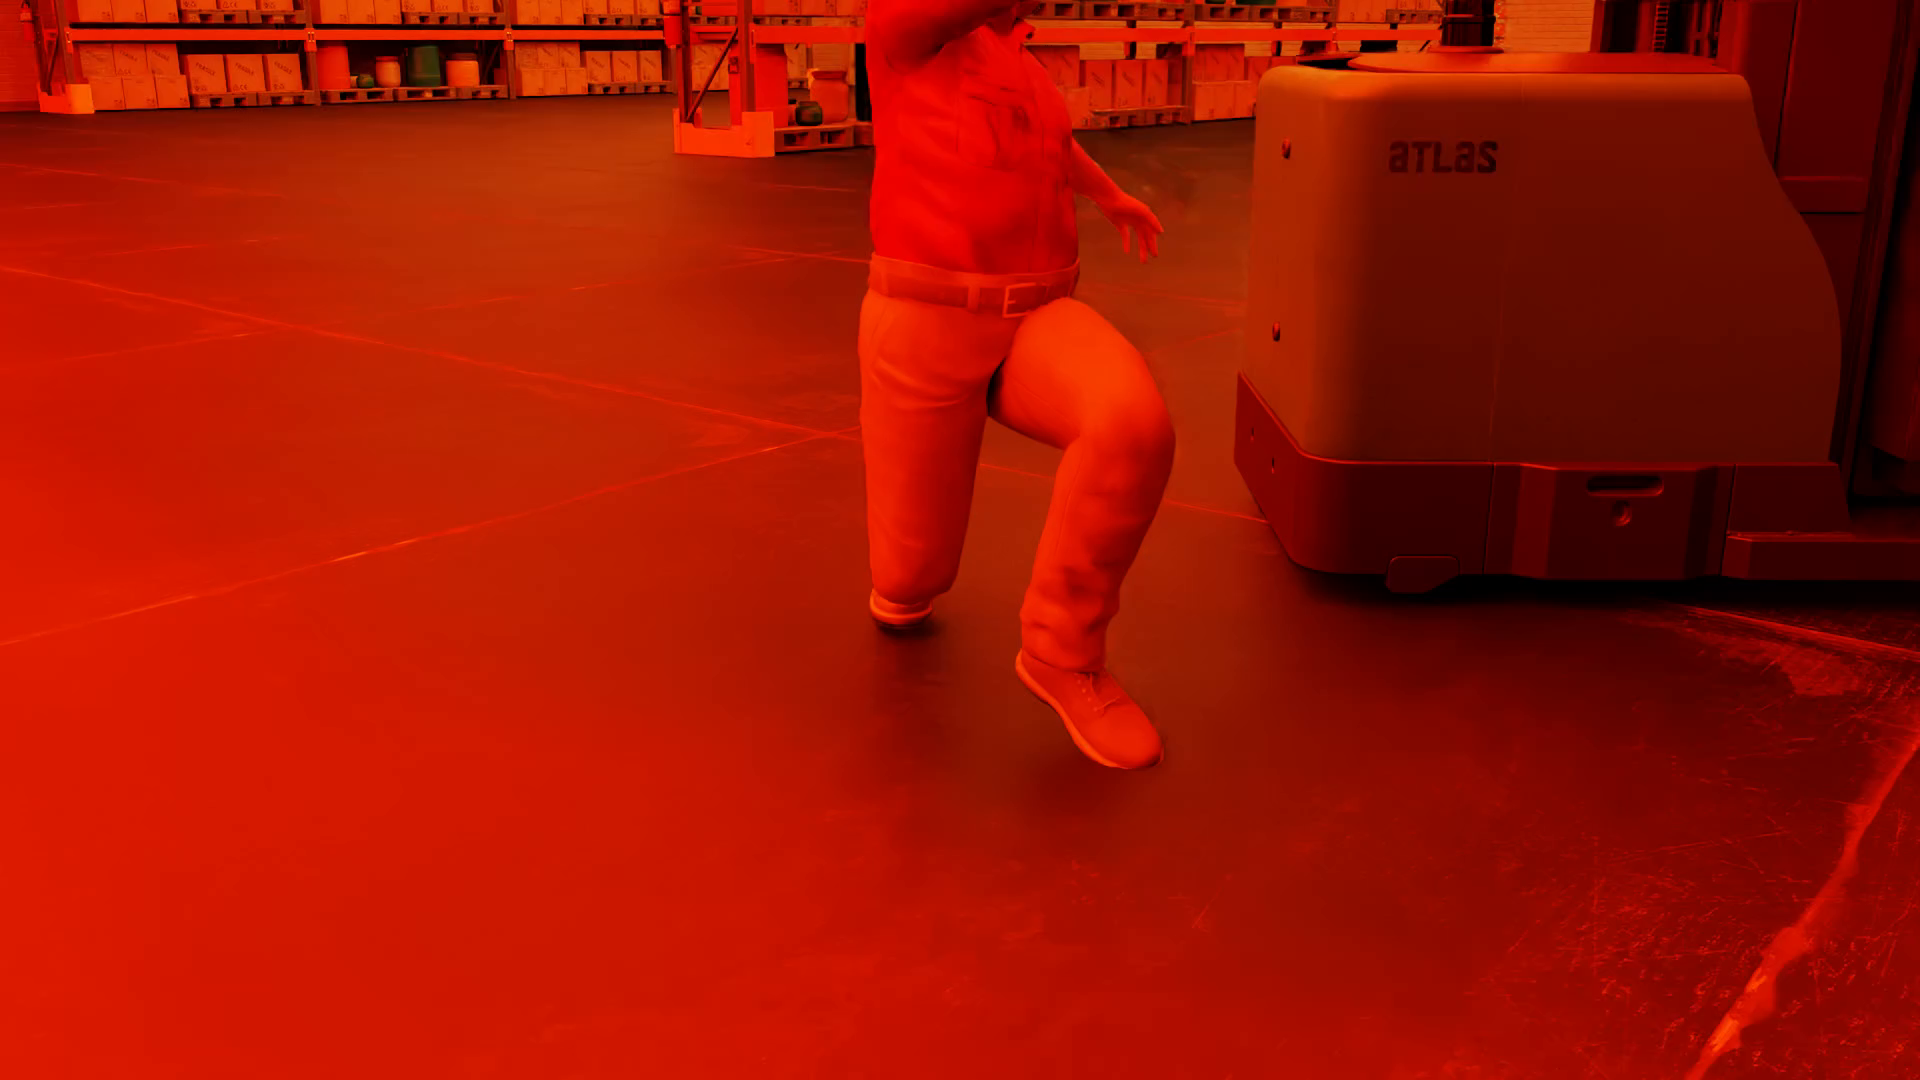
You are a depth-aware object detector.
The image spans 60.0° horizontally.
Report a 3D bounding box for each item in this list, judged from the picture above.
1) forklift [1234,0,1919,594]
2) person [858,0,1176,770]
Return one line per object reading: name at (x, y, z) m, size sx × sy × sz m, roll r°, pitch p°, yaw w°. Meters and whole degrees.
forklift at (2.228, -1.408, 3.535) m, size 3.031 × 2.935 × 1.130 m, roll 0°, pitch 17°, yaw 1°
person at (0.227, -0.457, 3.011) m, size 0.898 × 1.457 × 0.985 m, roll -10°, pitch 20°, yaw -31°
